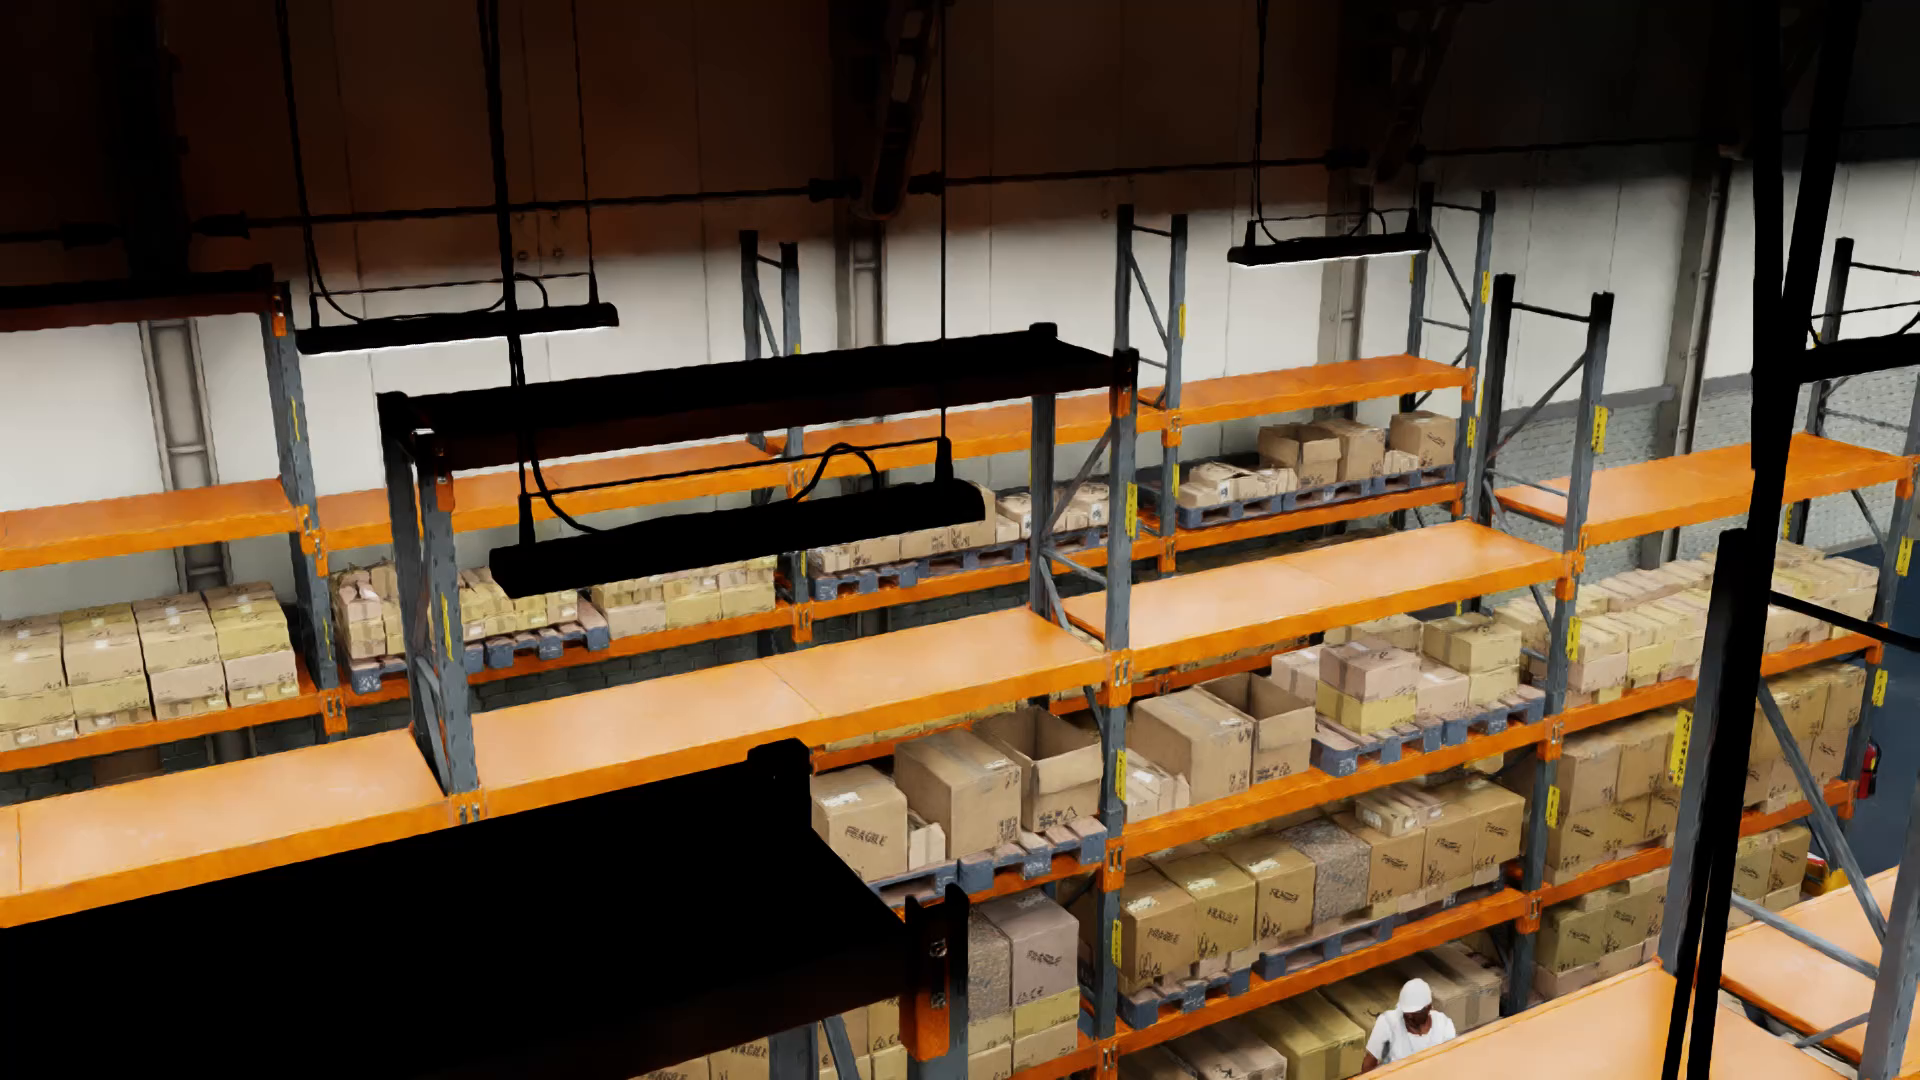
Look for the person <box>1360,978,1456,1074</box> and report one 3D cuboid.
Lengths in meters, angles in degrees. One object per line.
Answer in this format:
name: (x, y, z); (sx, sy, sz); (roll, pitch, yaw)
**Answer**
person: (3.010, 3.760, 11.217); (0.682, 1.763, 0.585); (-1, 18, -4)
